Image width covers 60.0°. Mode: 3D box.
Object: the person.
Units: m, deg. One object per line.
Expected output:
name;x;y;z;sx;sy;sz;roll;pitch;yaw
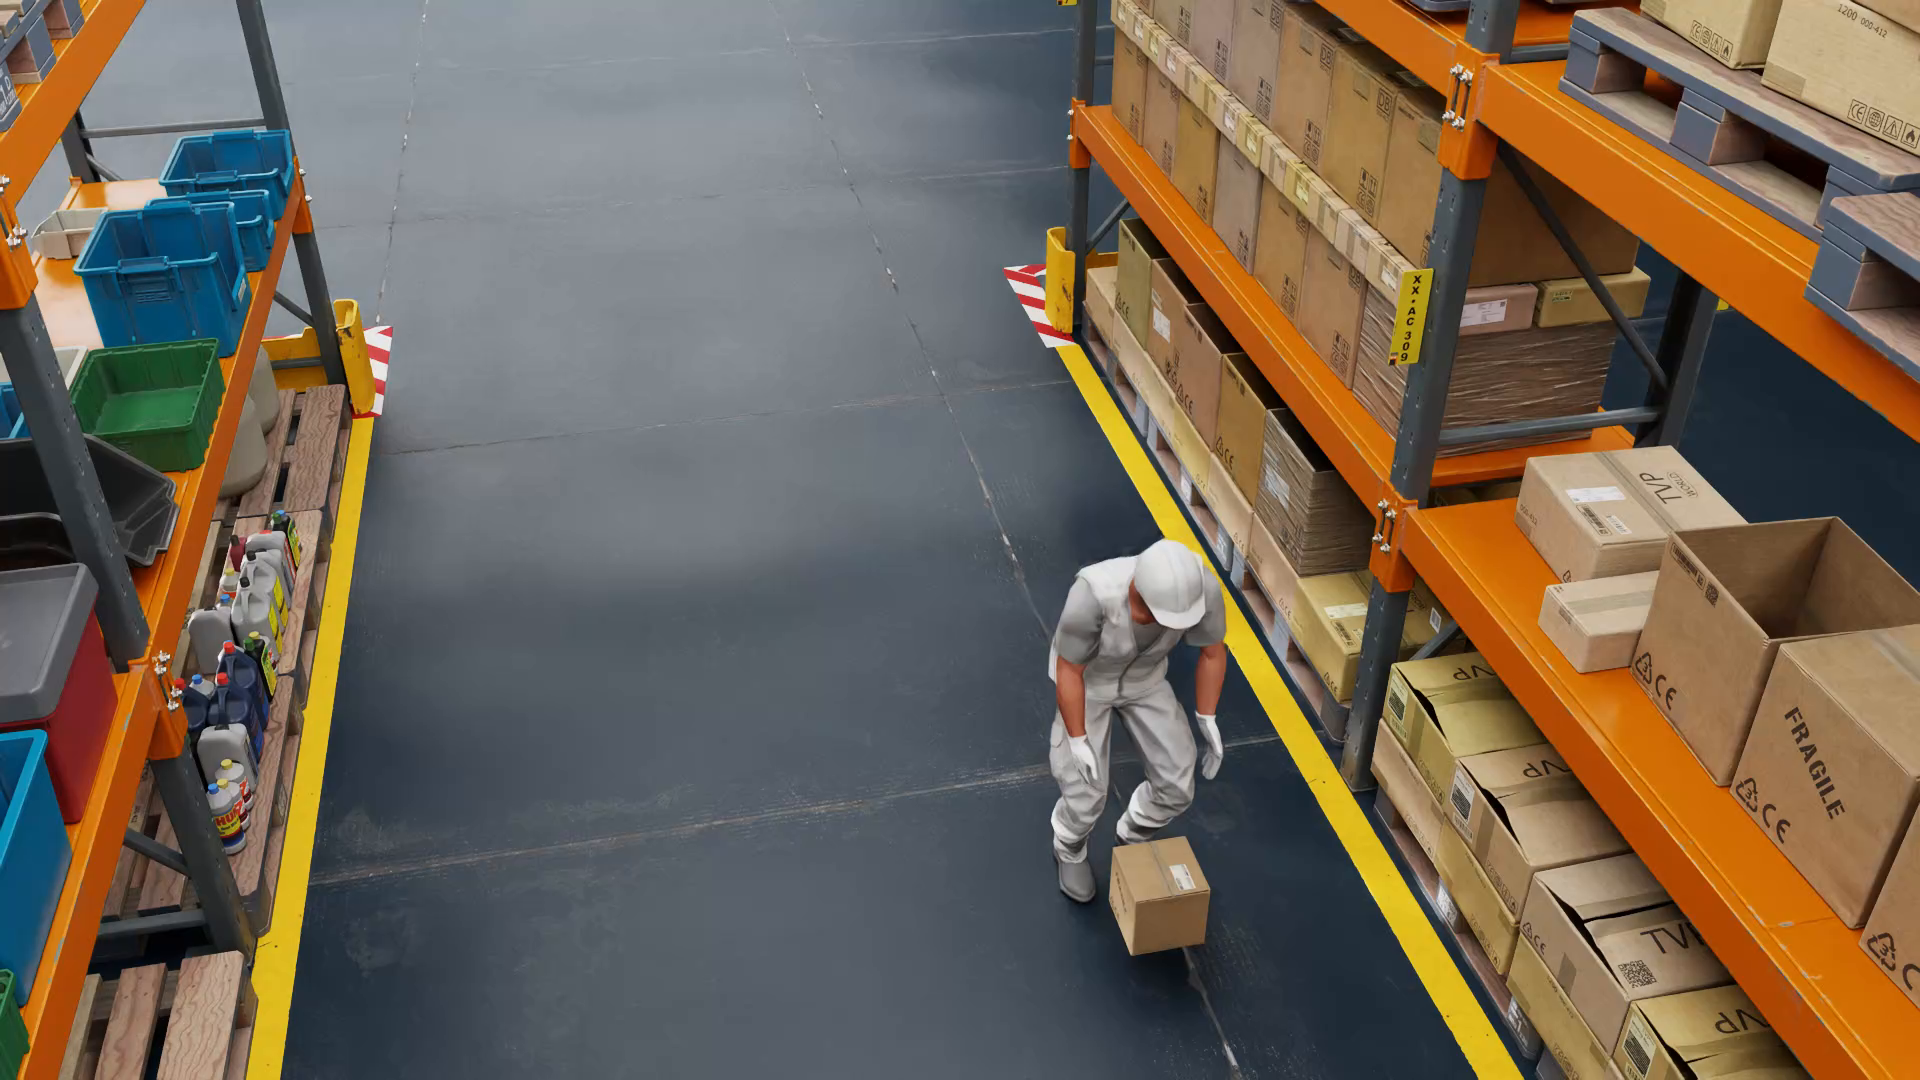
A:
person;0.578;0.554;5.511;0.577;1.555;0.668;-7;35;-11
